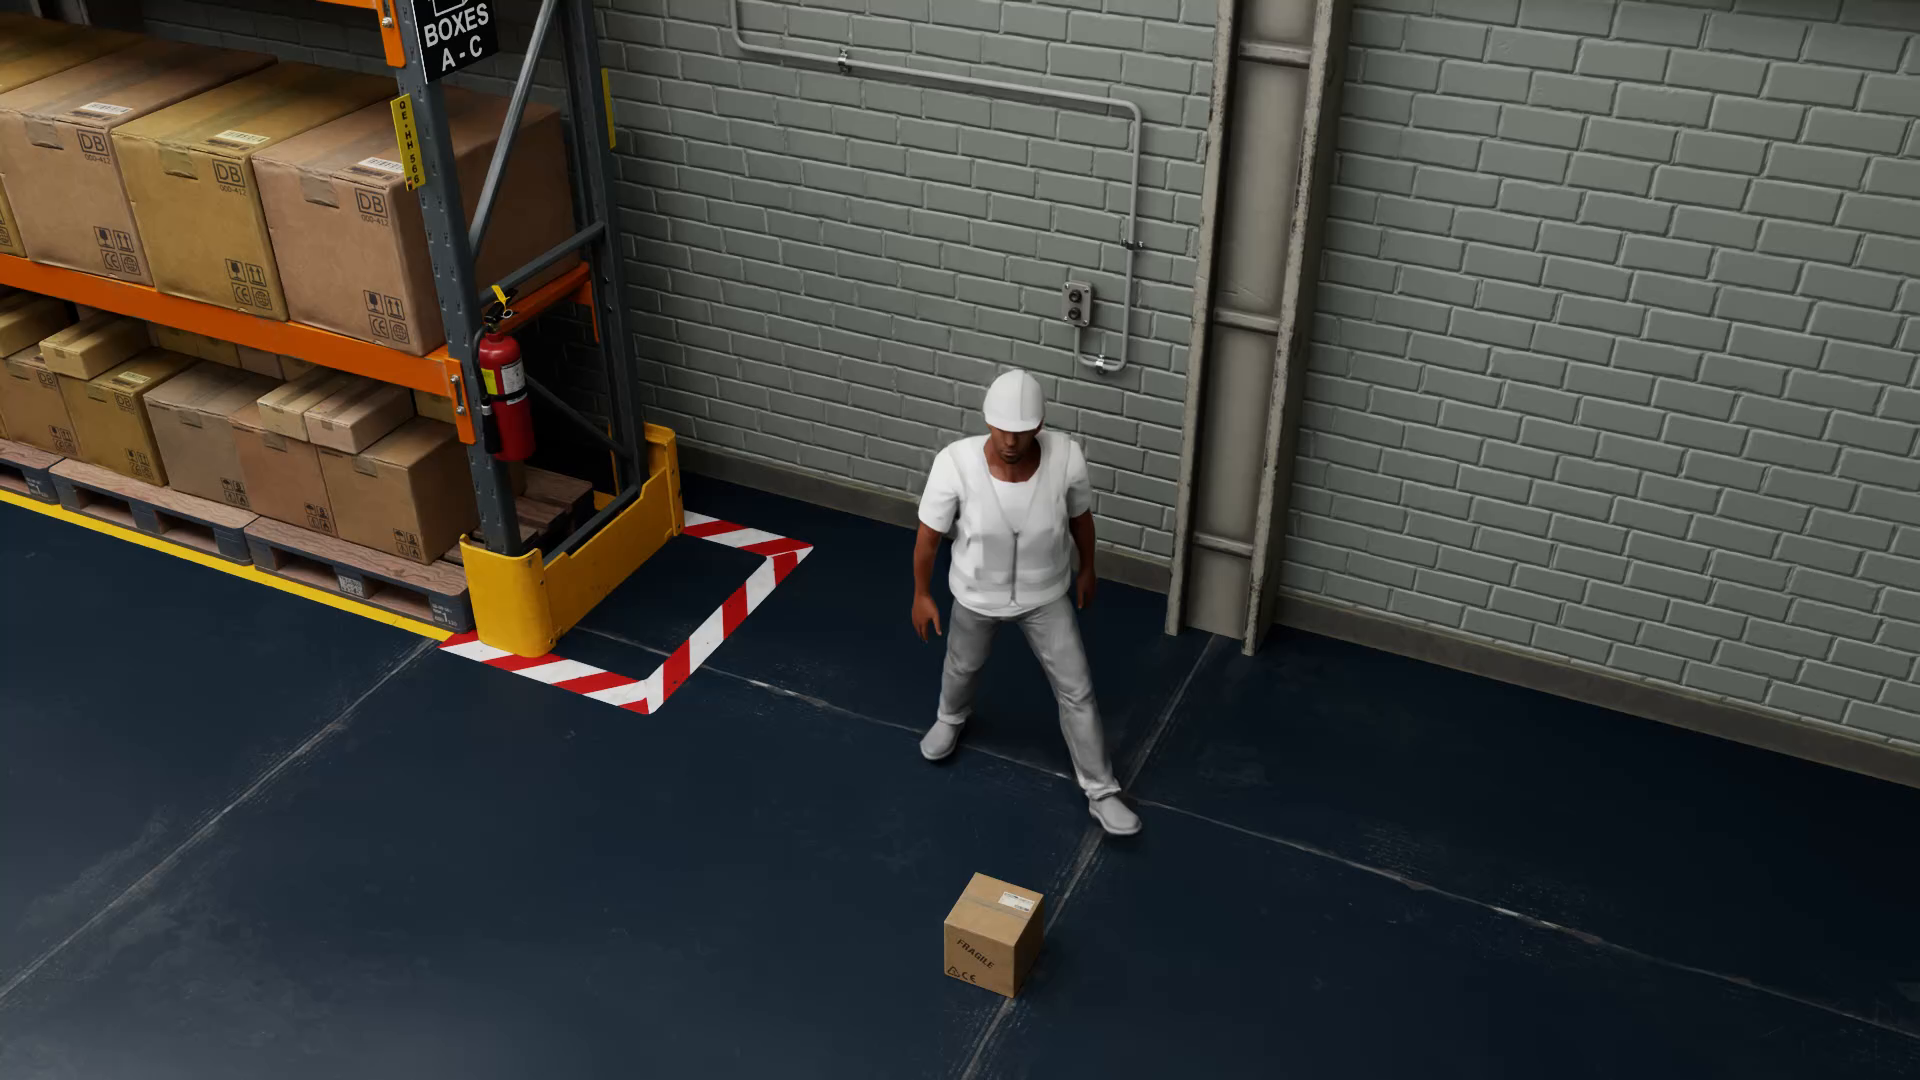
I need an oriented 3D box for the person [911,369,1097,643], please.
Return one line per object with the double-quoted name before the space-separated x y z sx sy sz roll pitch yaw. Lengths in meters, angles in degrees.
"person" 0.166 -0.100 5.671 0.680 1.062 0.388 -2 34 -3
